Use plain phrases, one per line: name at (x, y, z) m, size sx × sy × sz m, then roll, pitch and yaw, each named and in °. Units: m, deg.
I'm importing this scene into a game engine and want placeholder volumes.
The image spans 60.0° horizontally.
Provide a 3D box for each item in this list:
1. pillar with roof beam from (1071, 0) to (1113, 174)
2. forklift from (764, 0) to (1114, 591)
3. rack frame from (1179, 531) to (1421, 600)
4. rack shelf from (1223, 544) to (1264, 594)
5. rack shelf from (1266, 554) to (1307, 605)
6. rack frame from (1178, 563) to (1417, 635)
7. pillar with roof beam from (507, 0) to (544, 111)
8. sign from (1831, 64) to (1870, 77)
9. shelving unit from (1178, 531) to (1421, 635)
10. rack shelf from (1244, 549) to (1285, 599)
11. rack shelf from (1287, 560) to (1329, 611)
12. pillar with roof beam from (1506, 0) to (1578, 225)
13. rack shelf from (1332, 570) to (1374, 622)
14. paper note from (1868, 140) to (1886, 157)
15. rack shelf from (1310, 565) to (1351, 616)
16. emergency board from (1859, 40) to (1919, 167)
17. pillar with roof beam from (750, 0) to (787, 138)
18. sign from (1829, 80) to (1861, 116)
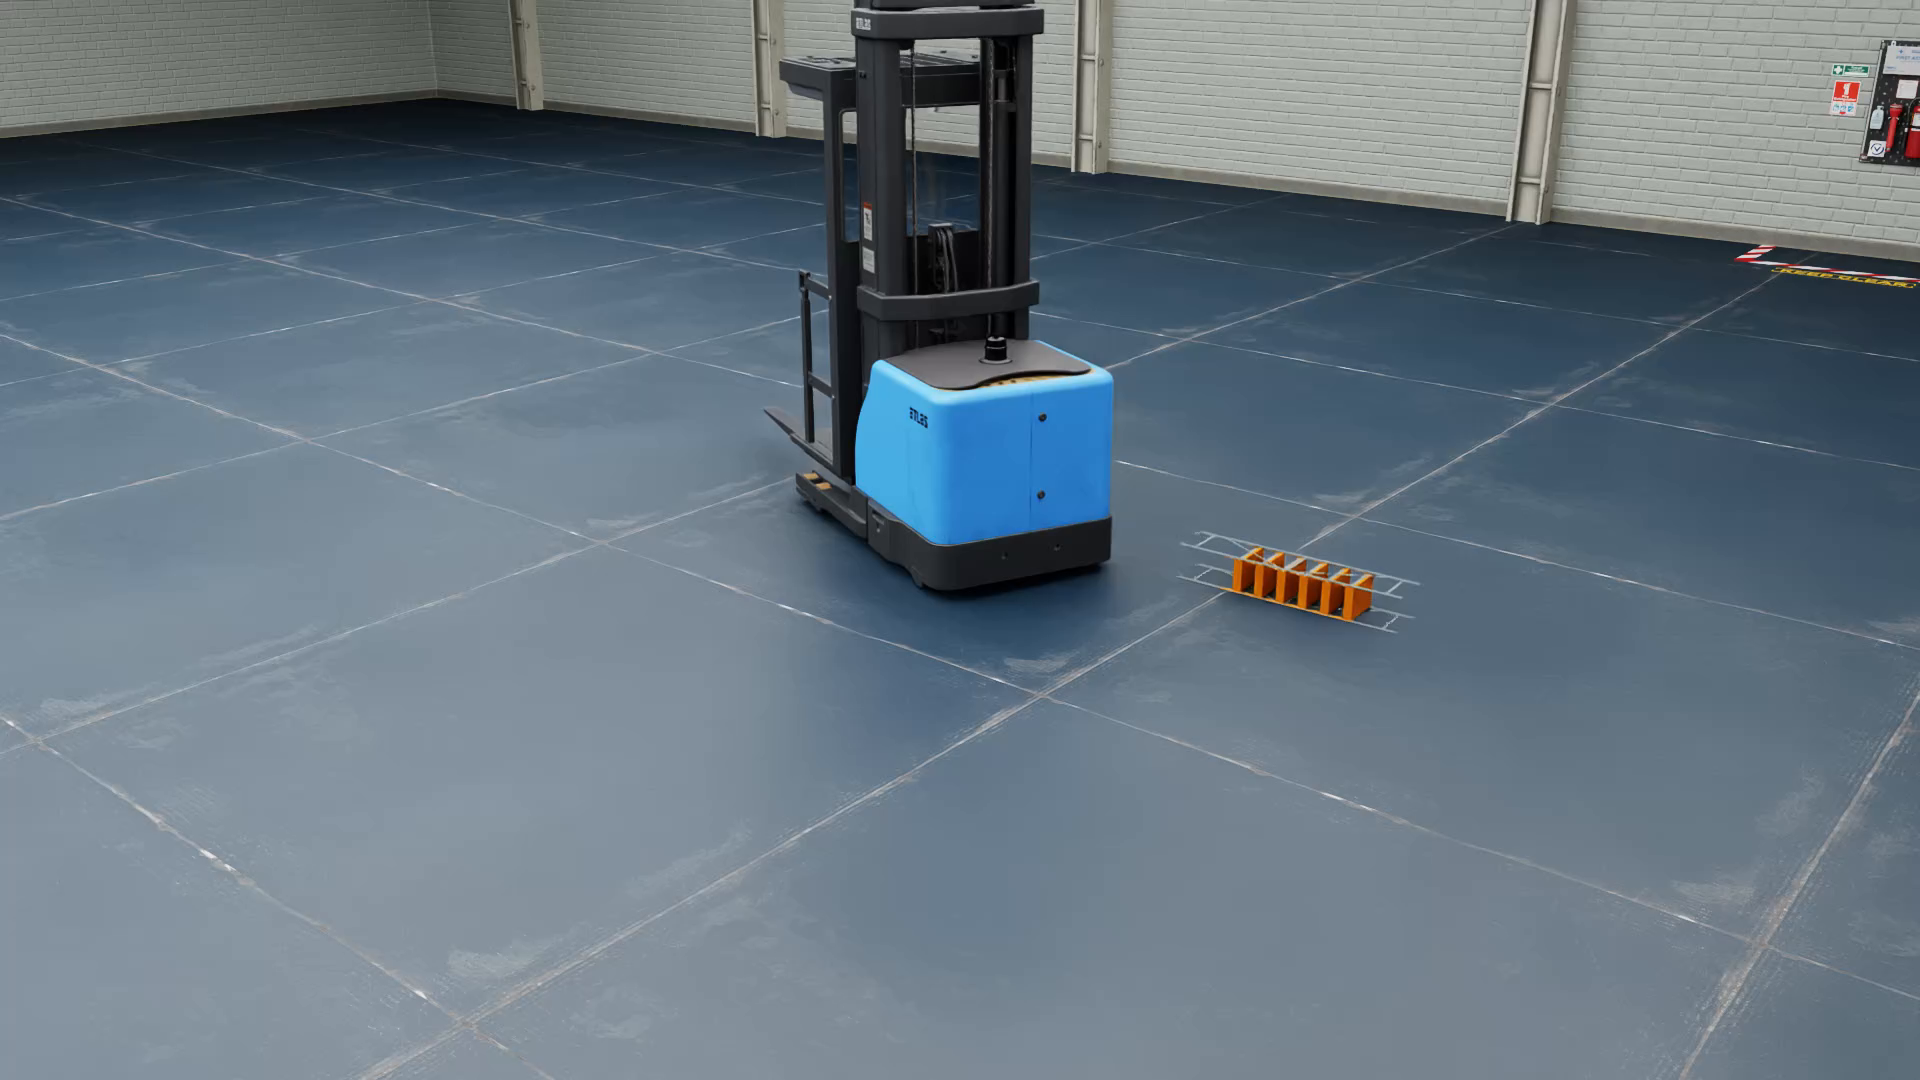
pillar with roof beam at (-0.991, -7.958, 17.518) m, size 0.400 × 9.000 × 9.100 m, roll 16°, pitch 26°, yaw 36°
forklift at (-0.310, -1.599, 9.255) m, size 1.130 × 2.935 × 3.031 m, roll -10°, pitch 23°, yaw -24°
rack frame at (1.684, 0.118, 8.319) m, size 1.200 × 0.006 × 0.240 m, roll 15°, pitch 25°, yaw 34°
rack shelf at (1.454, 0.142, 8.508) m, size 0.103 × 0.180 × 0.258 m, roll 15°, pitch 25°, yaw 34°
rack shelf at (1.648, 0.194, 8.376) m, size 0.103 × 0.180 × 0.258 m, roll 15°, pitch 25°, yaw 34°
rack frame at (1.683, 0.289, 8.384) m, size 1.200 × 0.006 × 0.240 m, roll 15°, pitch 25°, yaw 34°
pillar with roof beam at (-10.288, -10.635, 24.618) m, size 0.400 × 9.000 × 9.100 m, roll 16°, pitch 26°, yaw 36°
sign at (8.772, -4.625, 16.380) m, size 0.331 × 0.109 × 0.001 m, roll 16°, pitch 26°, yaw 36°
shelving unit at (1.684, 0.203, 8.351) m, size 1.200 × 0.189 × 0.258 m, roll 15°, pitch 25°, yaw 34°
rack shelf at (1.551, 0.168, 8.442) m, size 0.103 × 0.180 × 0.258 m, roll 15°, pitch 25°, yaw 34°
rack shelf at (1.744, 0.220, 8.309) m, size 0.103 × 0.180 × 0.258 m, roll 15°, pitch 25°, yaw 34°
pillar with roof beam at (3.657, -6.619, 13.968) m, size 0.400 × 9.000 × 9.100 m, roll 16°, pitch 26°, yaw 36°
rack shelf at (1.938, 0.271, 8.177) m, size 0.103 × 0.180 × 0.258 m, roll 15°, pitch 25°, yaw 34°
paper note at (9.044, -3.859, 16.398) m, size 0.142 × 0.148 × 0.016 m, roll 16°, pitch 26°, yaw 36°
rack shelf at (1.841, 0.245, 8.243) m, size 0.103 × 0.180 × 0.258 m, roll 15°, pitch 25°, yaw 34°
emergency board at (9.137, -4.212, 16.087) m, size 0.643 × 1.169 × 0.194 m, roll 16°, pitch 26°, yaw 36°
pillar with roof beam at (-5.639, -9.297, 21.068) m, size 0.400 × 9.000 × 9.100 m, roll 16°, pitch 26°, yaw 36°
sign at (8.774, -4.381, 16.483) m, size 0.234 × 0.329 × 0.001 m, roll 16°, pitch 26°, yaw 36°
